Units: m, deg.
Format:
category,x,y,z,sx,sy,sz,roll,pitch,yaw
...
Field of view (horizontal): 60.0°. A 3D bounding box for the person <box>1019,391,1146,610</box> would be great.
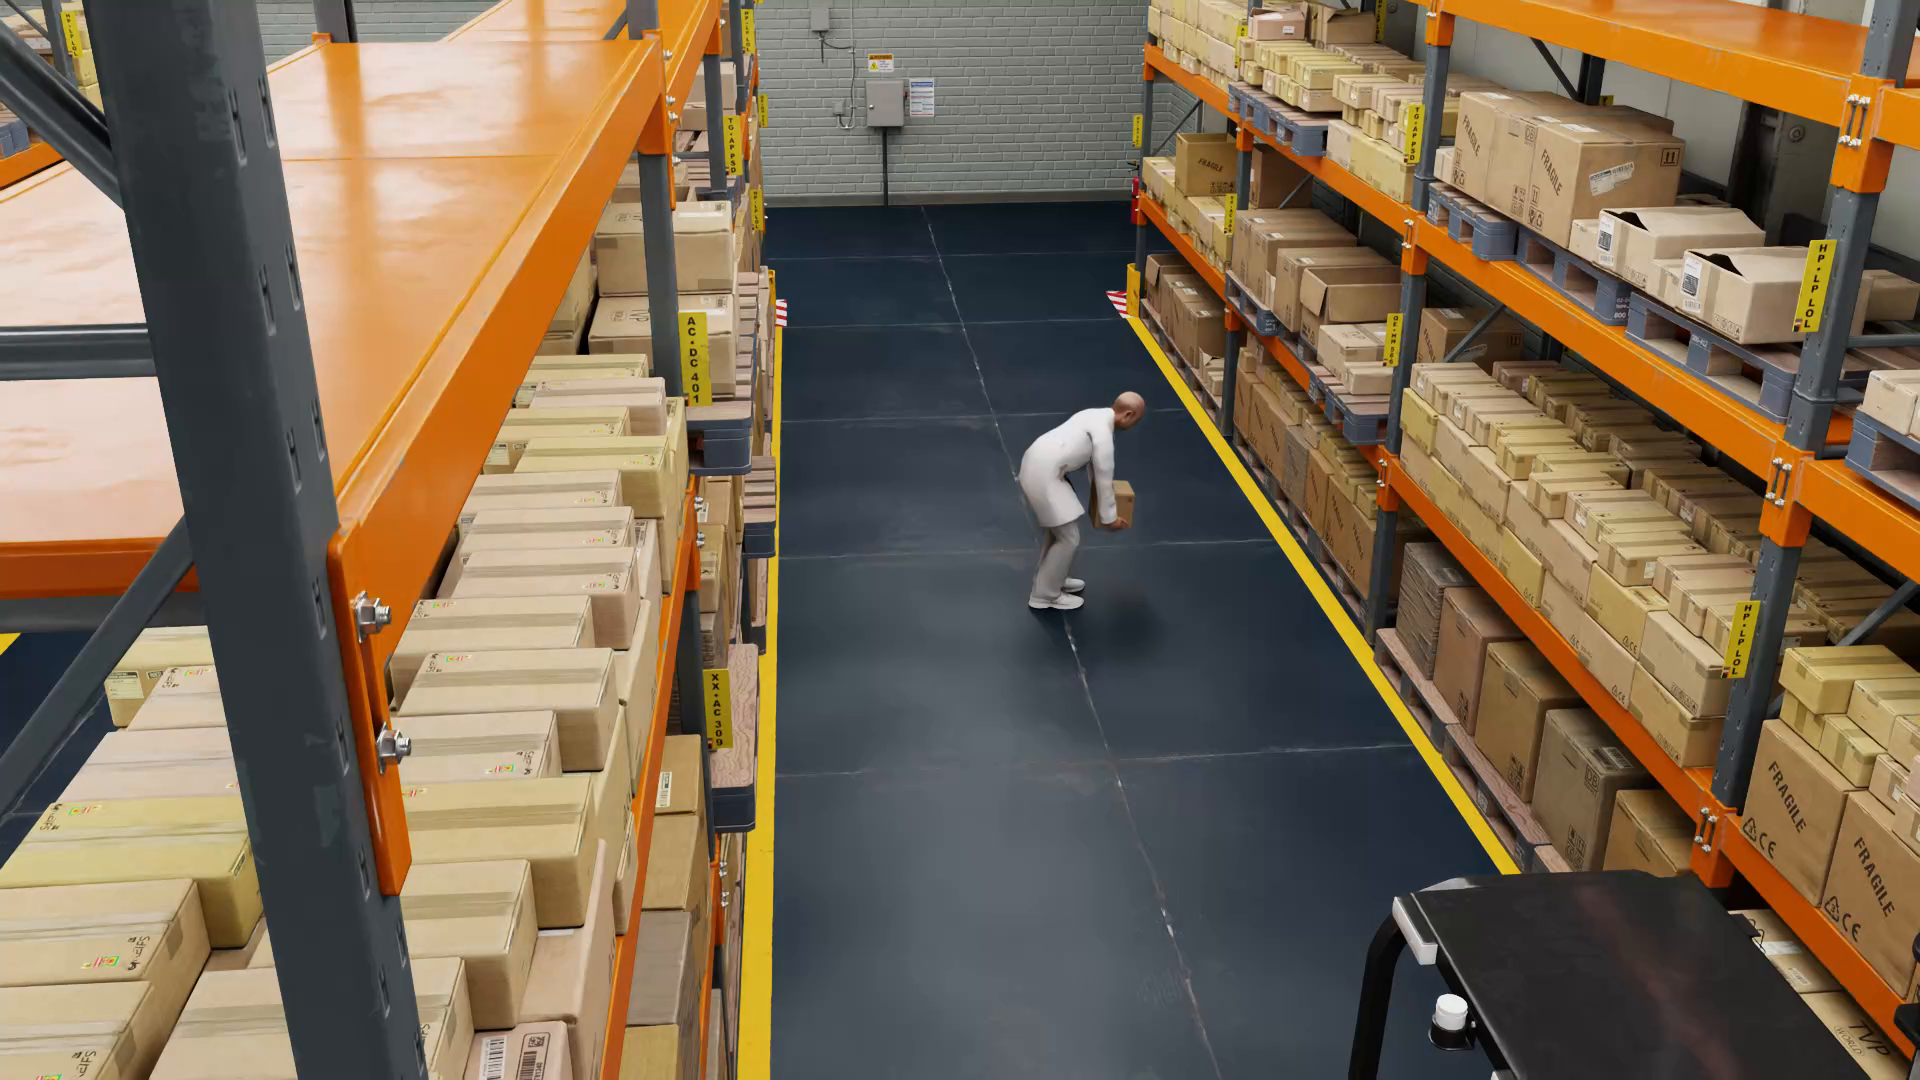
category,x,y,z,sx,sy,sz,roll,pitch,yaw
person,0.813,-0.227,11.173,0.834,1.355,0.550,-3,24,-7
